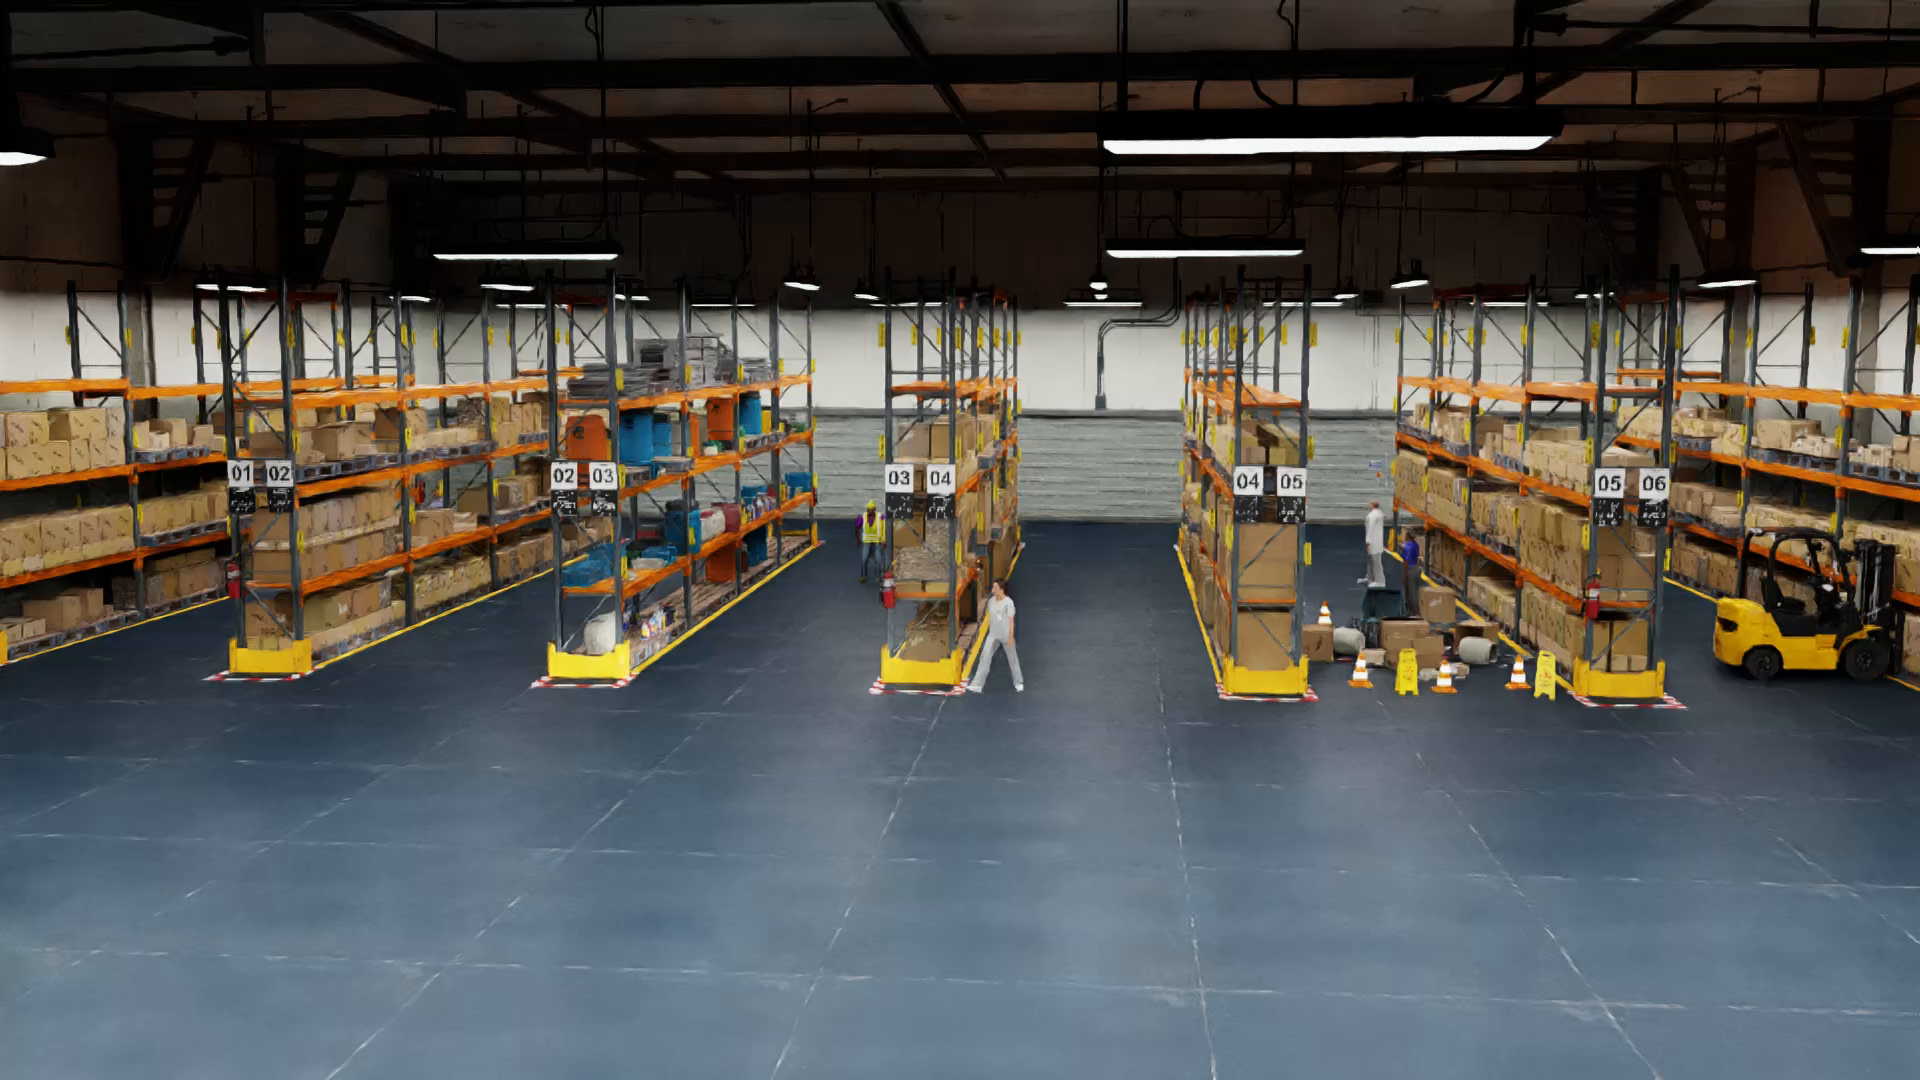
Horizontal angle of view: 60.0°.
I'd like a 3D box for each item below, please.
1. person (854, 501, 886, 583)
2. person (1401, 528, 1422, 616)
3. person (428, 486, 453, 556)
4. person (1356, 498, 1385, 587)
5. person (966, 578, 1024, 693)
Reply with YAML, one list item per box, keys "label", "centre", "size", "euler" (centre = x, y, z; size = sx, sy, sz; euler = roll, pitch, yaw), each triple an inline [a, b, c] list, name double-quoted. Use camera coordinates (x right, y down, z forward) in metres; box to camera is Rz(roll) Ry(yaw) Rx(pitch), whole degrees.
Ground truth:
- label: "person"
  centre: [-1.805, 0.037, 33.985]
  size: [0.719, 1.714, 0.578]
  euler: [0, 7, 3]
- label: "person"
  centre: [7.929, 0.608, 29.363]
  size: [0.551, 1.653, 0.573]
  euler: [4, 8, 32]
- label: "person"
  centre: [-11.997, -0.453, 38.411]
  size: [0.491, 1.590, 1.001]
  euler: [0, 7, 4]
- label: "person"
  centre: [8.311, 0.035, 33.532]
  size: [0.641, 1.772, 0.687]
  euler: [4, 8, 27]
- label: "person"
  centre: [0.533, 1.338, 23.424]
  size: [0.572, 1.622, 0.881]
  euler: [4, 8, 32]
